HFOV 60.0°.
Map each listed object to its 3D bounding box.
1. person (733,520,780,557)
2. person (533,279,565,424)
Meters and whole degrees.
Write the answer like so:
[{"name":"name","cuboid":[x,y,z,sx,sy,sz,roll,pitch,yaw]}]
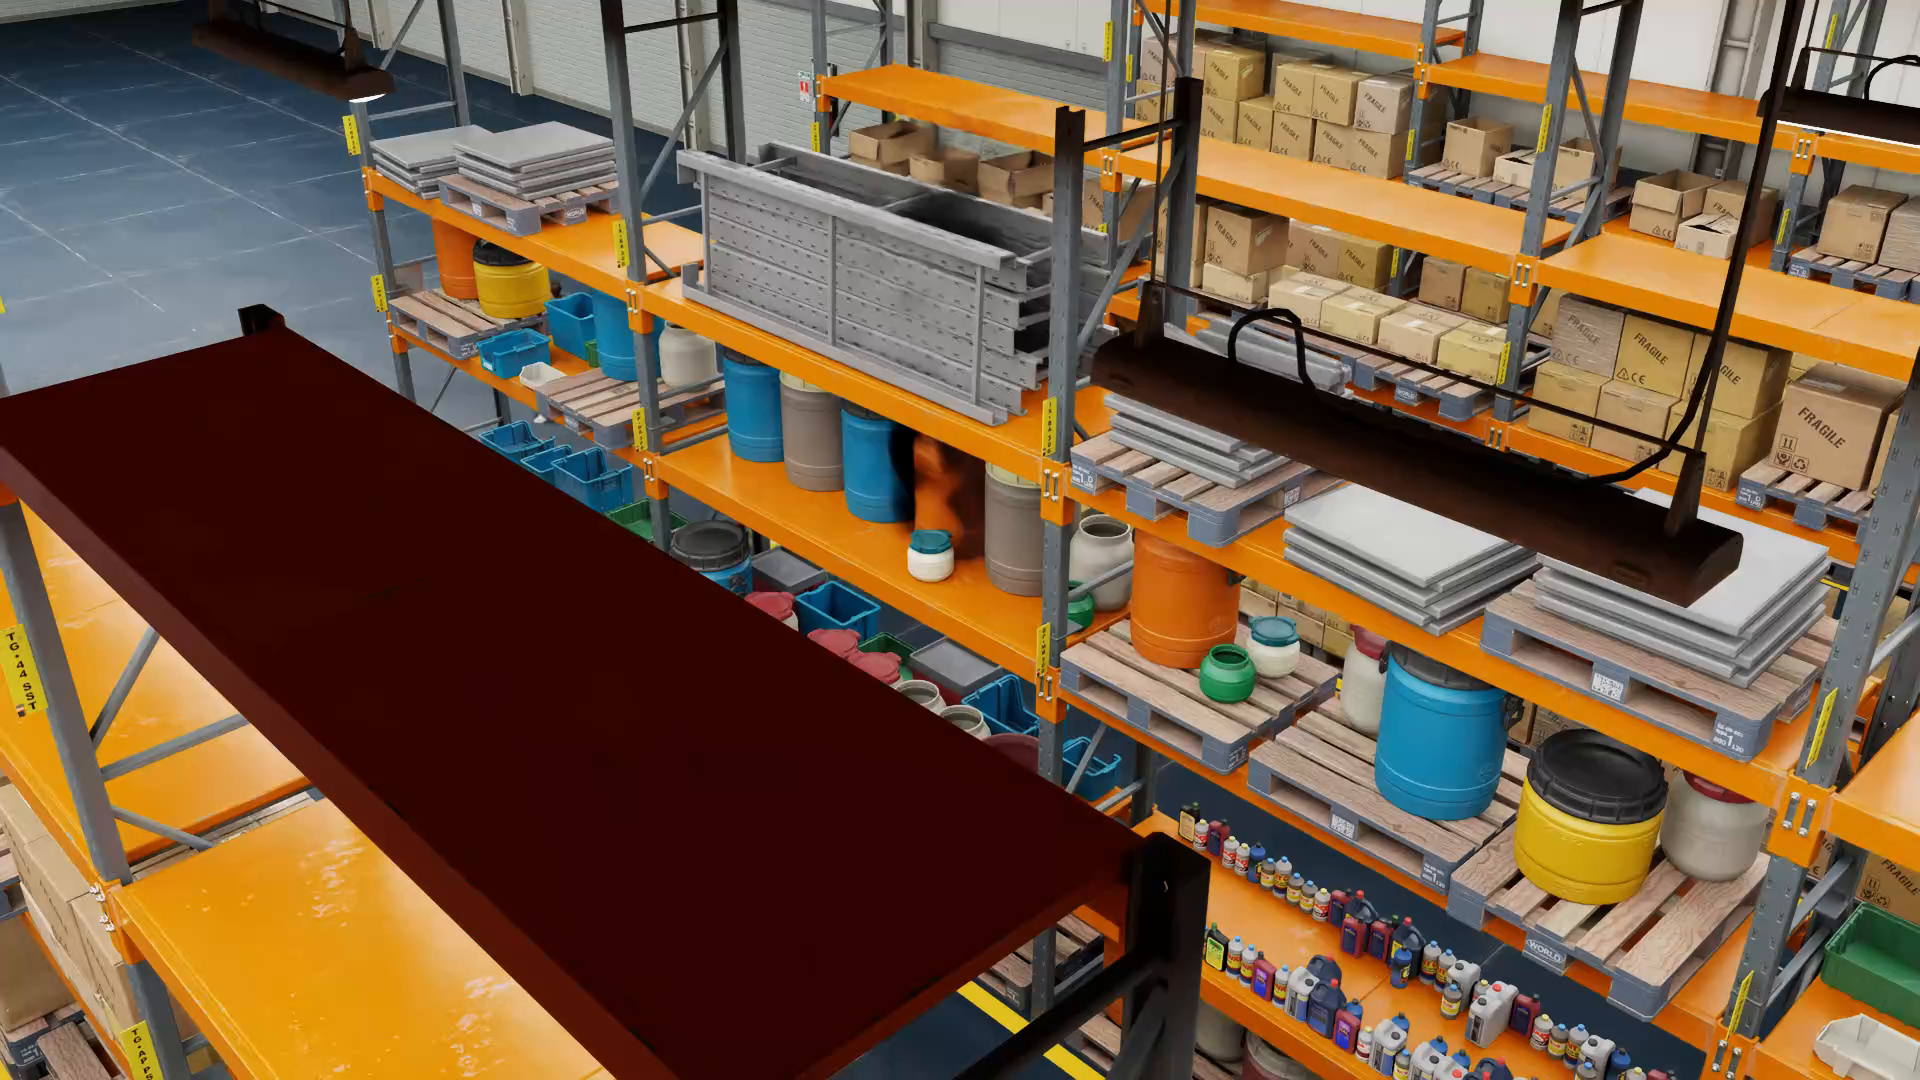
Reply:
[{"name":"person","cuboid":[-1.725,0.030,14.918,0.989,1.716,0.700,23,36,36]},{"name":"person","cuboid":[-4.535,-2.192,19.179,0.954,1.696,0.575,-7,29,-13]}]
